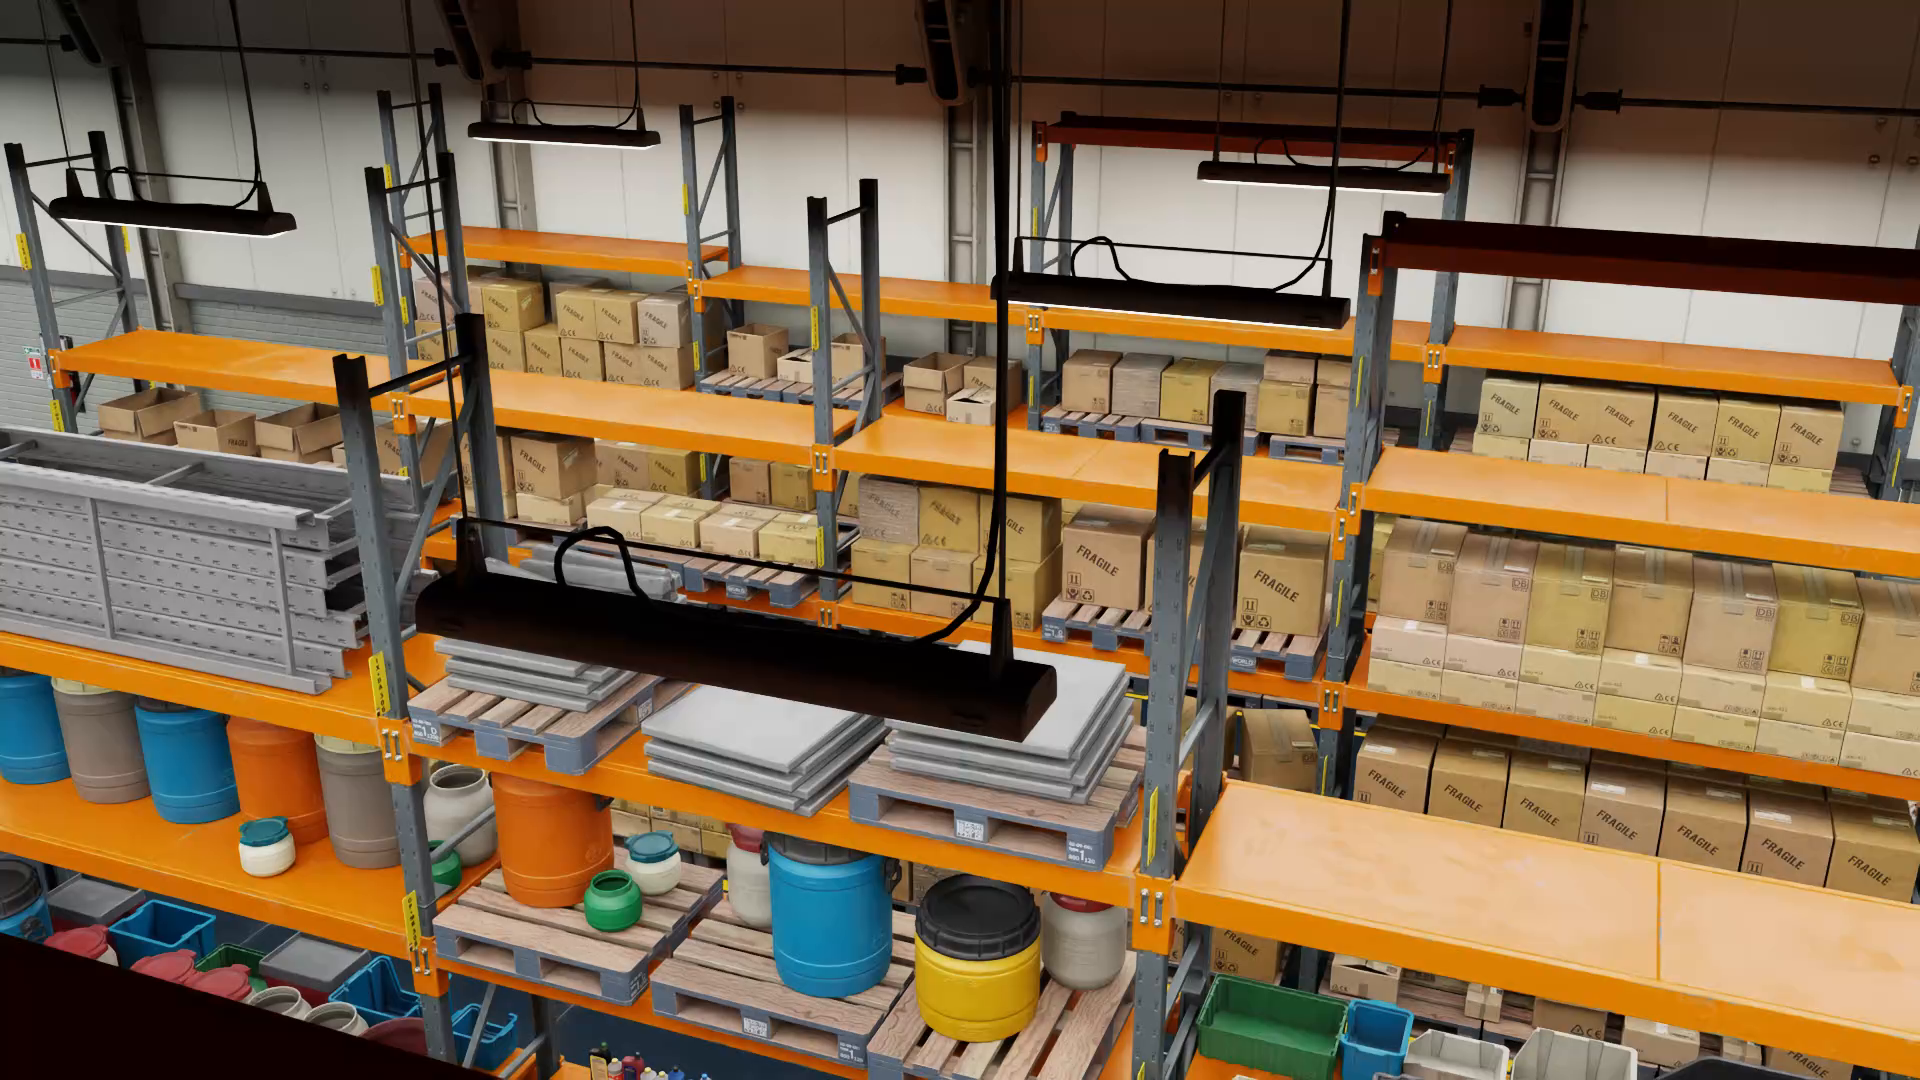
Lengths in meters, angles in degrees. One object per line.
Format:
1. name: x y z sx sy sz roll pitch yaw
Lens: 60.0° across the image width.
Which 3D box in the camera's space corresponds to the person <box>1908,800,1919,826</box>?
1. person: 8.226 2.207 14.160 0.660 1.618 0.722 11 23 27
